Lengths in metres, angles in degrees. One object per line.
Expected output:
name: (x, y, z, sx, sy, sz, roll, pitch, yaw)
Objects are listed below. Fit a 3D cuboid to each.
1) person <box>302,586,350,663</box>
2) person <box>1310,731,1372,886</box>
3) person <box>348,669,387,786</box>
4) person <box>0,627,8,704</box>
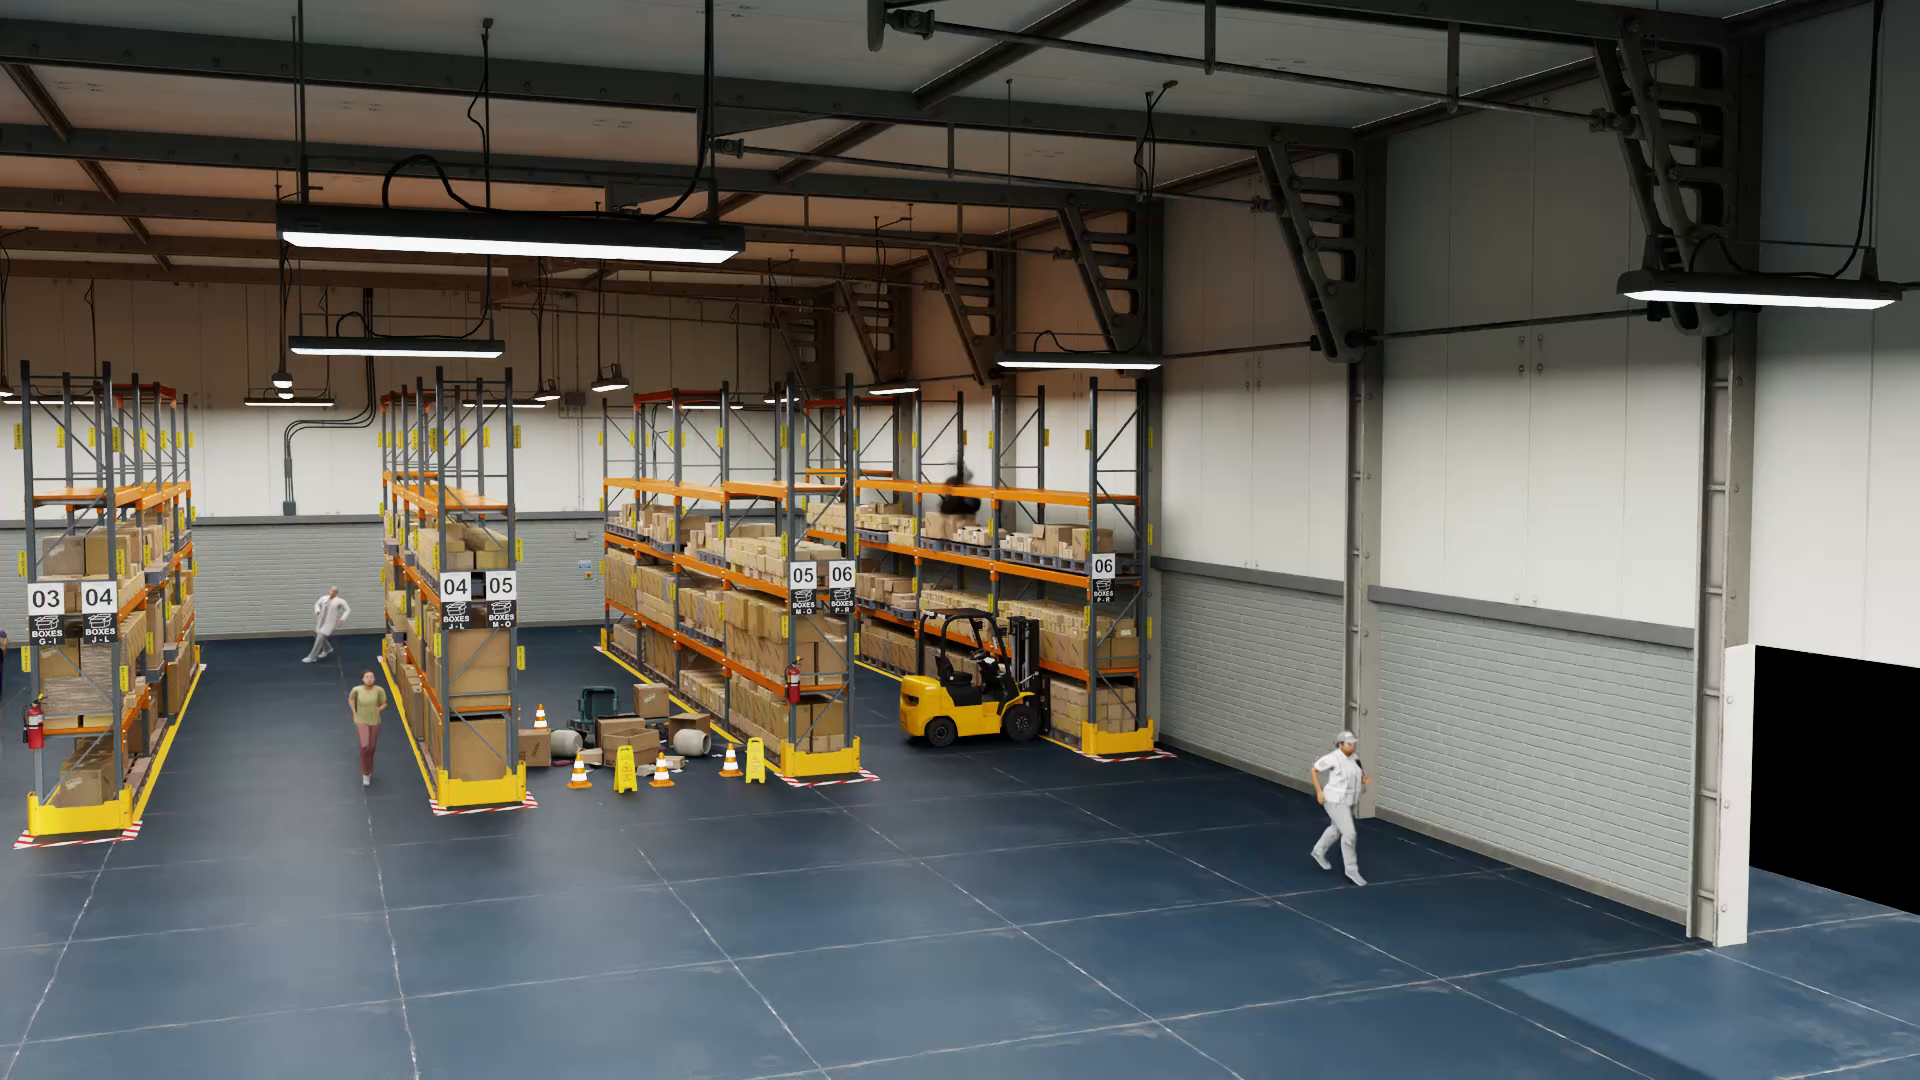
person: (-14.410, 1.887, 37.525, 0.862, 1.687, 0.985, 3, 4, 39)
person: (4.337, 3.020, 18.975, 0.580, 1.711, 0.838, -3, 5, -42)
person: (-8.655, 2.718, 24.347, 0.493, 1.700, 0.799, -2, 4, -32)
person: (-18.523, 2.271, 31.783, 0.604, 1.657, 0.923, -2, 4, -32)
